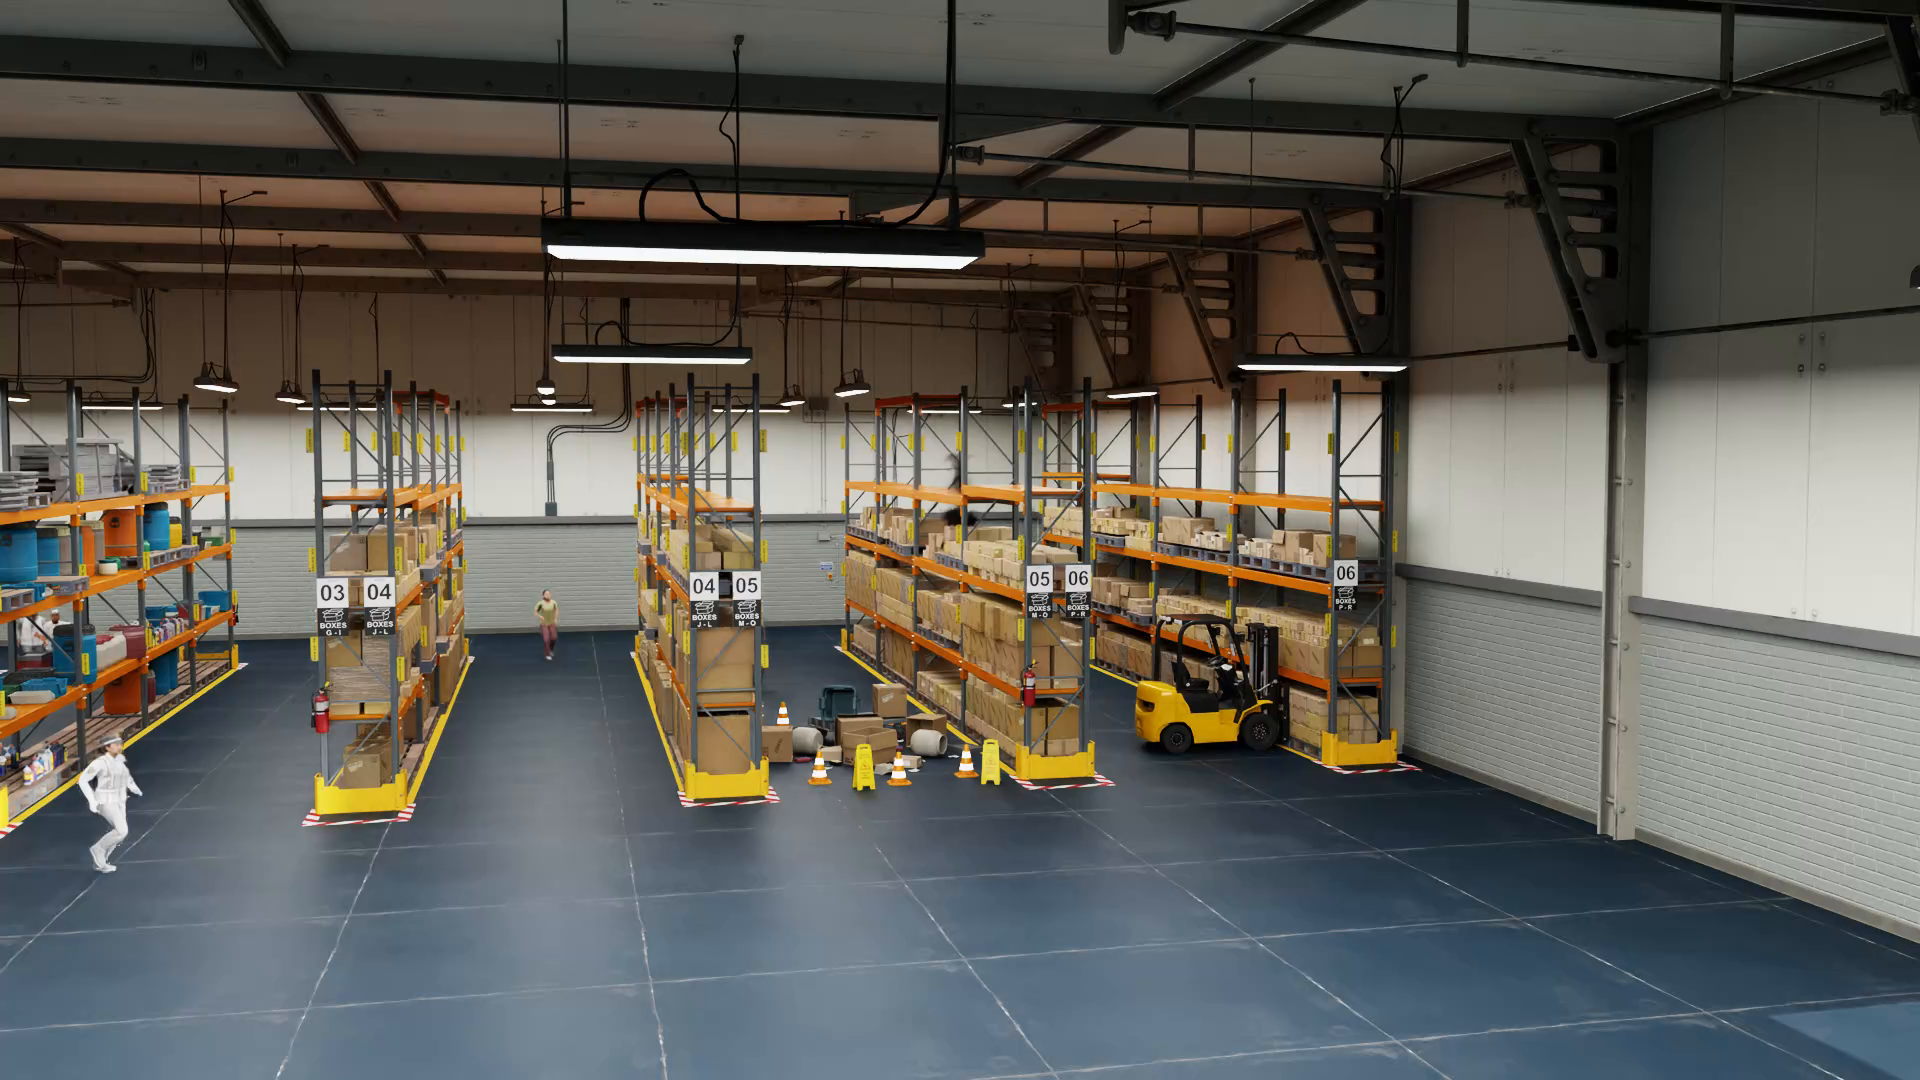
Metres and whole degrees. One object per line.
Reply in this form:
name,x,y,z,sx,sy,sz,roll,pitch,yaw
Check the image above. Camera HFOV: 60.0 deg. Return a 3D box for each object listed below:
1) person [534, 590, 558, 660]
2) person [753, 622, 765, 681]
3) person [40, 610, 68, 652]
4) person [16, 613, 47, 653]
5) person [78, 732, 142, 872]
person,-9.553,1.963,38.518,0.587,1.638,0.519,-2,4,-25
person,-4.433,2.182,34.946,0.652,1.686,0.822,0,3,-4
person,-18.411,2.237,33.854,0.592,1.635,0.564,-1,3,-18
person,-19.020,2.149,34.099,0.637,1.740,0.659,-2,4,-31
person,-9.851,3.053,19.367,0.633,1.645,0.600,1,3,13
